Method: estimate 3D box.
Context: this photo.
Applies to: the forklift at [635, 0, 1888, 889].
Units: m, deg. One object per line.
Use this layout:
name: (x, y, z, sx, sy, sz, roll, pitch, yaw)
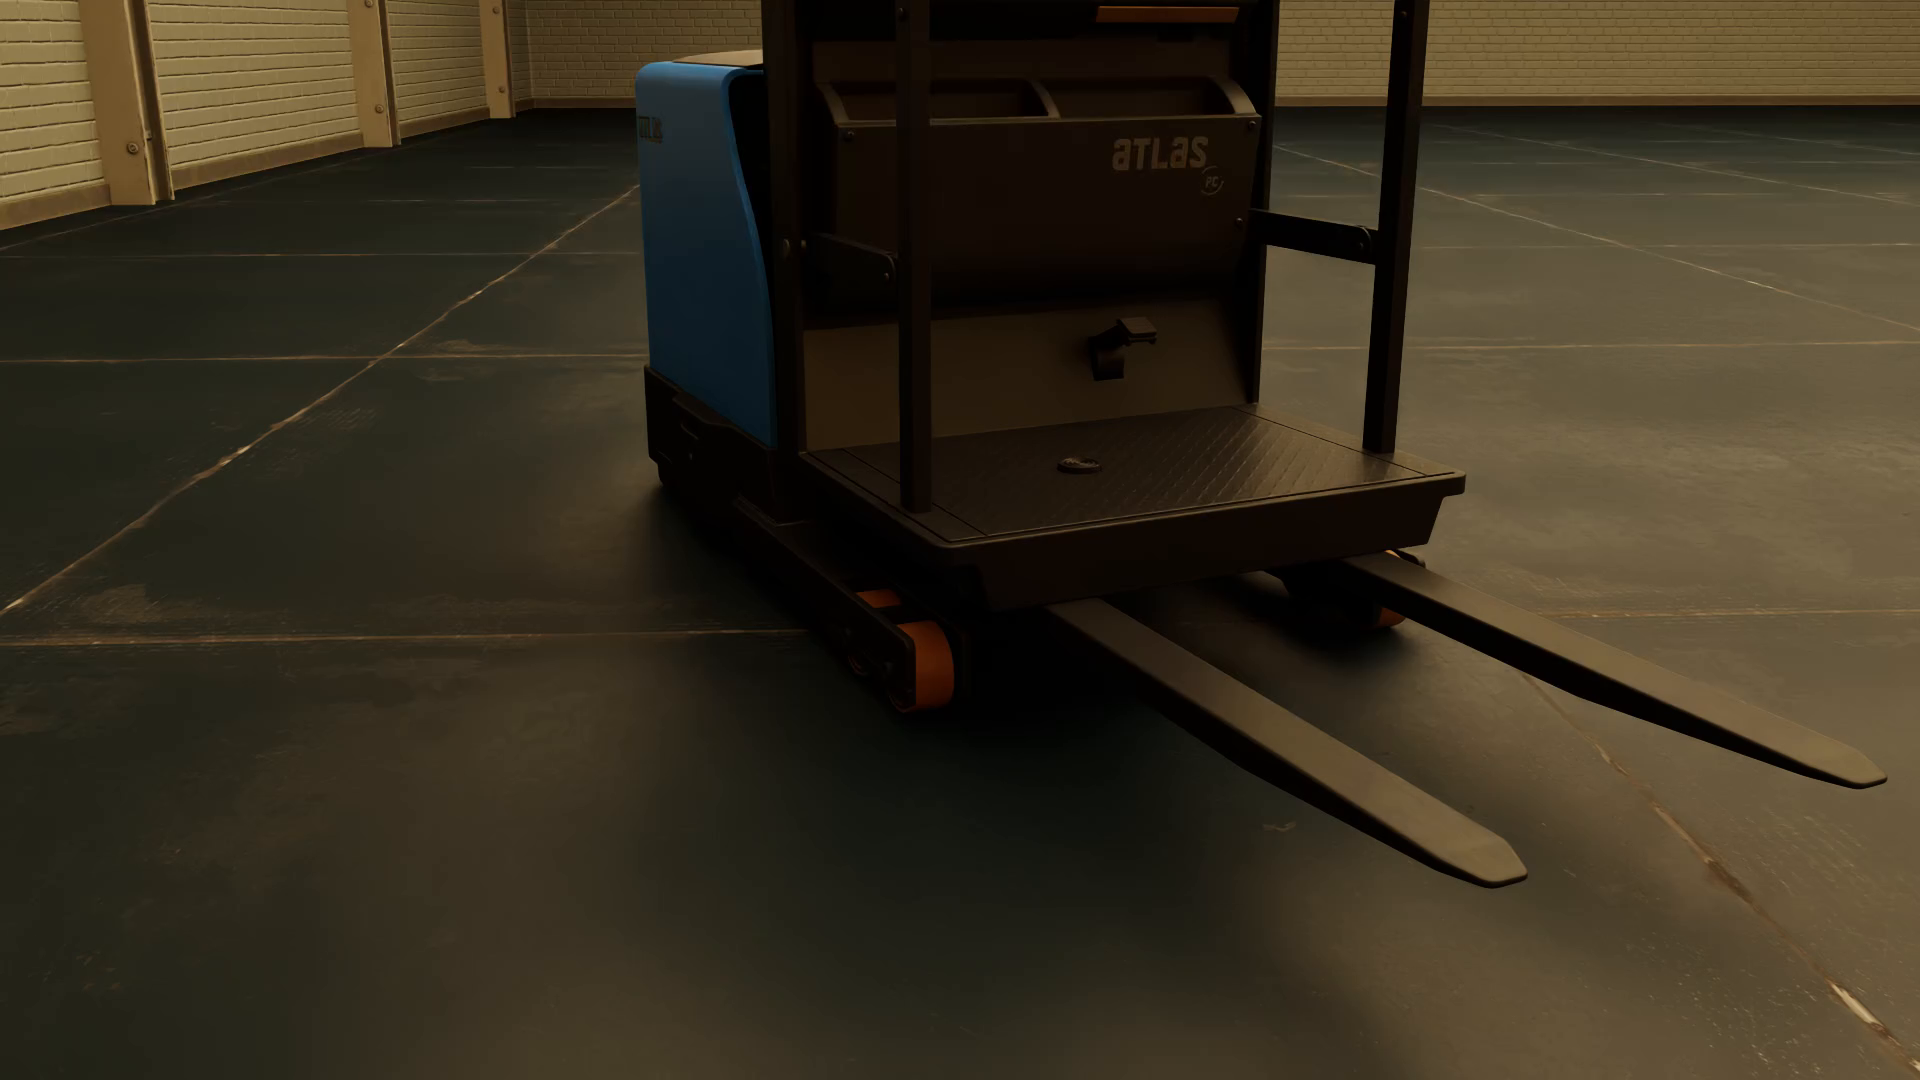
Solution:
forklift: (0.258, -1.240, 2.962, 1.130, 2.935, 3.031, -8, 19, -24)
